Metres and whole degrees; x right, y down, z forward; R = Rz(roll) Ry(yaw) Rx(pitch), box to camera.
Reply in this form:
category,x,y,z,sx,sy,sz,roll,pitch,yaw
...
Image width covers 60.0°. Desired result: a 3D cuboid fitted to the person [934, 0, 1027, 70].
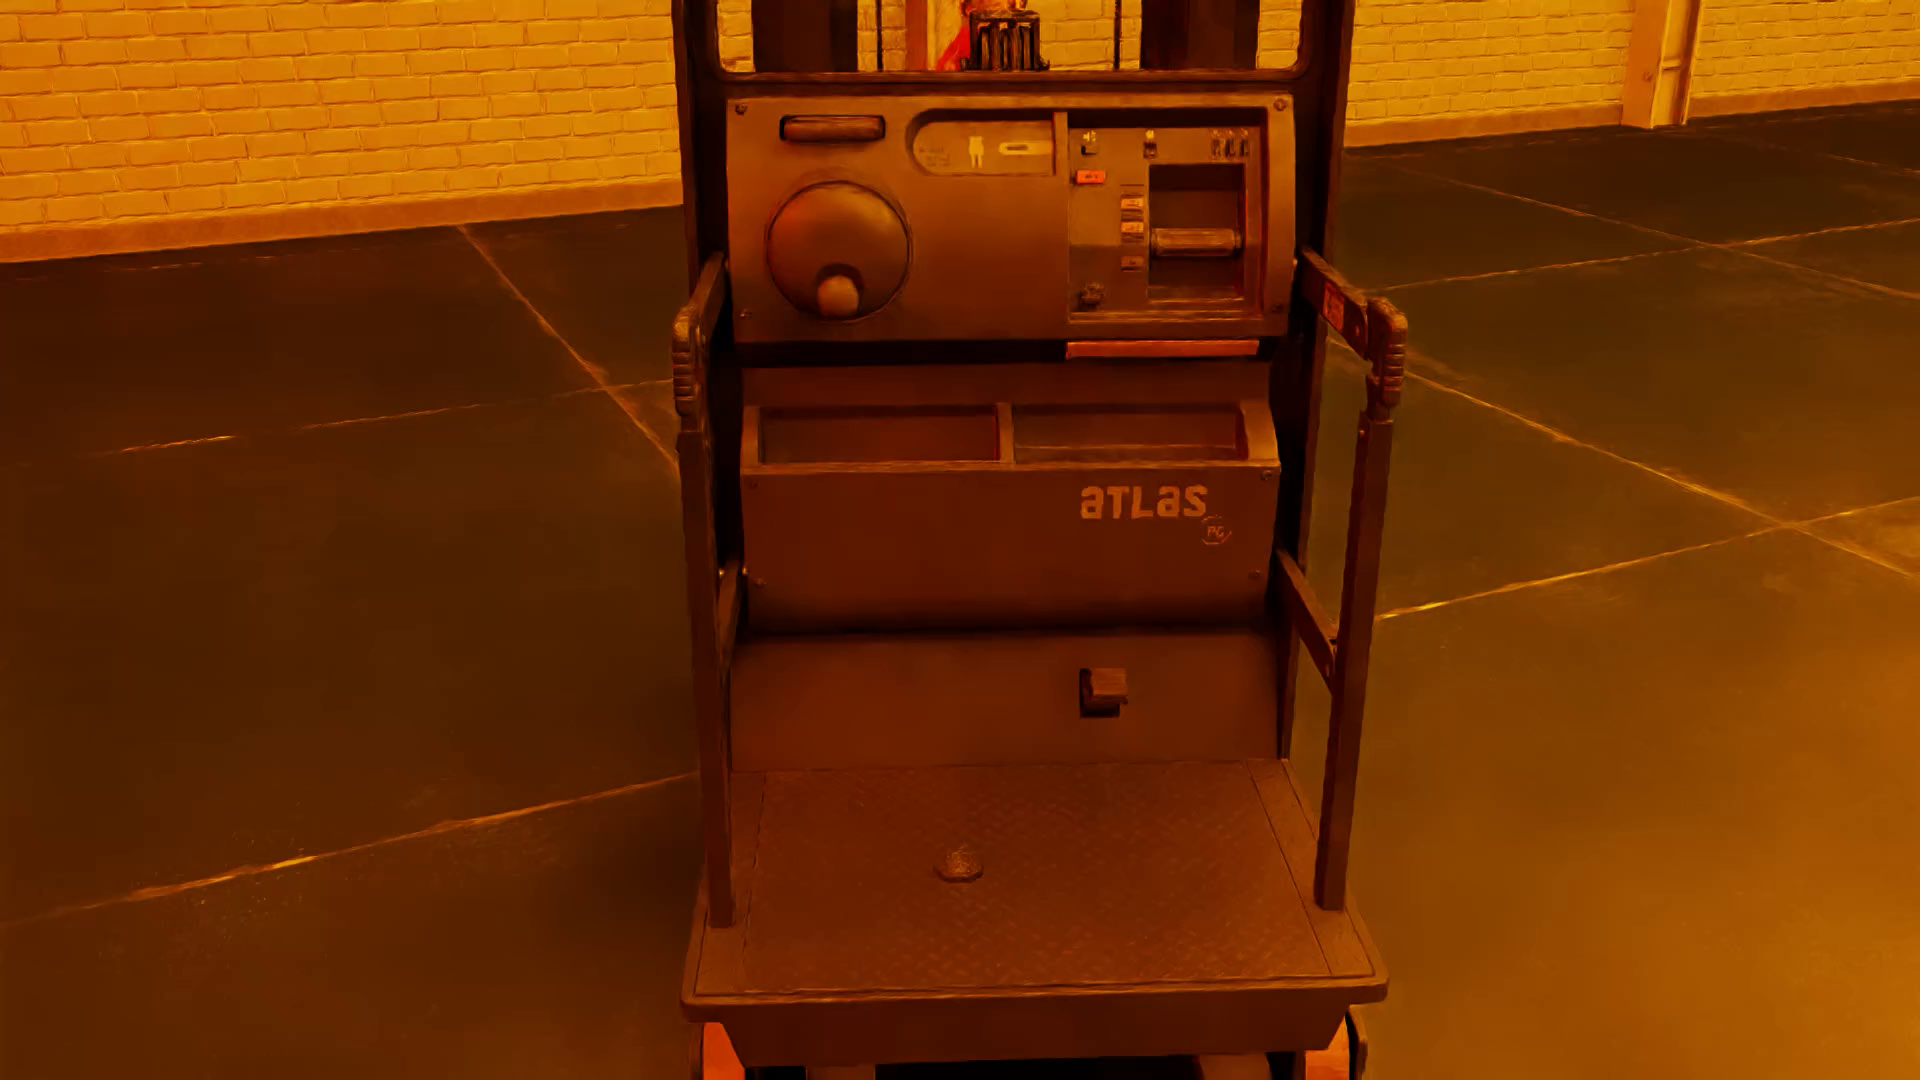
category,x,y,z,sx,sy,sz,roll,pitch,yaw
person,0.182,-0.819,4.873,0.649,1.696,0.670,-12,25,-26

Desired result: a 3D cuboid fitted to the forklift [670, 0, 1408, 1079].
category,x,y,z,sx,sy,sz,roll,pitch,yaw
forklift,0.098,-0.519,2.534,1.130,2.935,3.031,-1,23,-2
